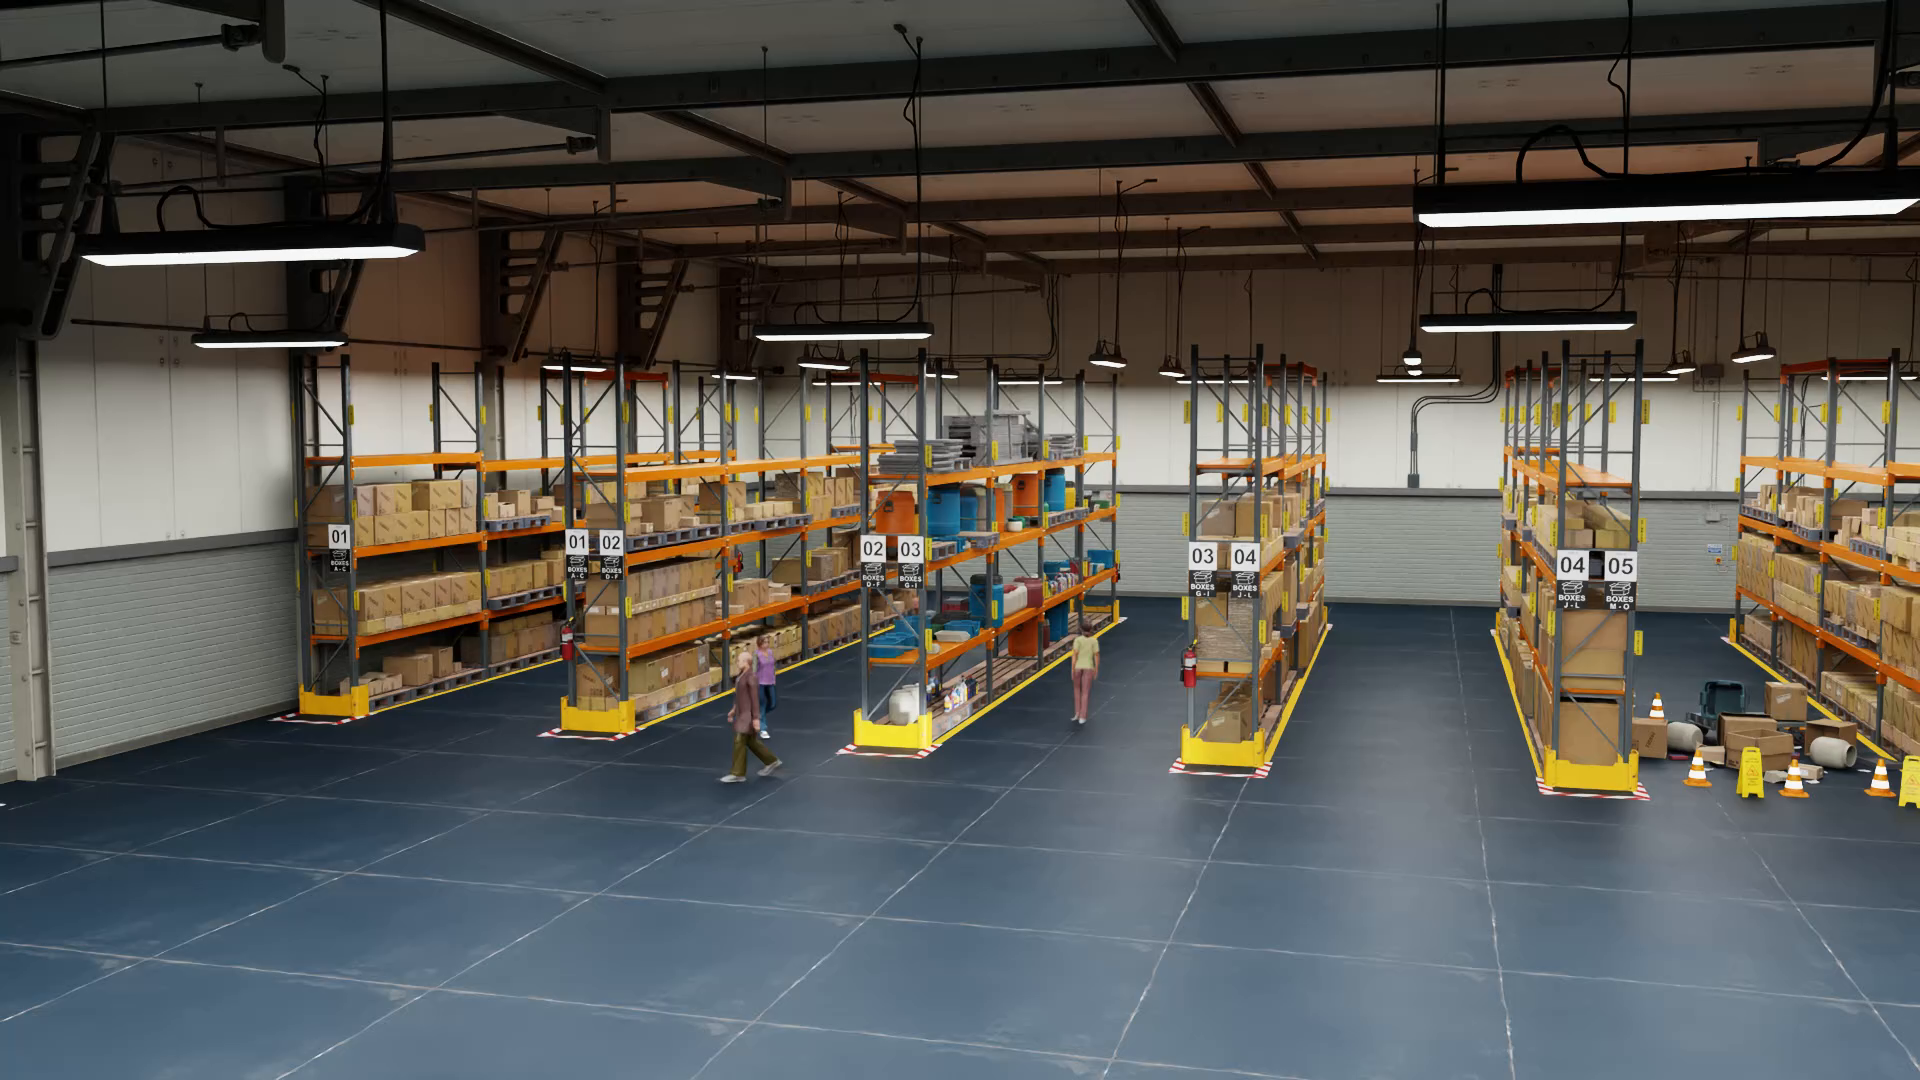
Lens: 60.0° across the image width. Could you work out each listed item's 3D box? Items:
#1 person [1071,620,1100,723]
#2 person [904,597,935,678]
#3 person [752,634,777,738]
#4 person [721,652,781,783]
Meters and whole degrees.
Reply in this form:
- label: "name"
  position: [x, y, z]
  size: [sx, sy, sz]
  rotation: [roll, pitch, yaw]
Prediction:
- label: "person"
  position: [2.036, 2.168, 27.074]
  size: [0.459, 1.714, 0.595]
  rotation: [1, 4, 10]
- label: "person"
  position: [-0.736, 1.866, 30.928]
  size: [0.656, 1.638, 0.735]
  rotation: [2, 5, 27]
- label: "person"
  position: [-3.071, 2.257, 25.916]
  size: [0.475, 1.589, 0.620]
  rotation: [-4, 6, -40]
- label: "person"
  position: [-2.877, 2.407, 22.832]
  size: [0.896, 1.758, 0.568]
  rotation: [-1, 4, -17]
